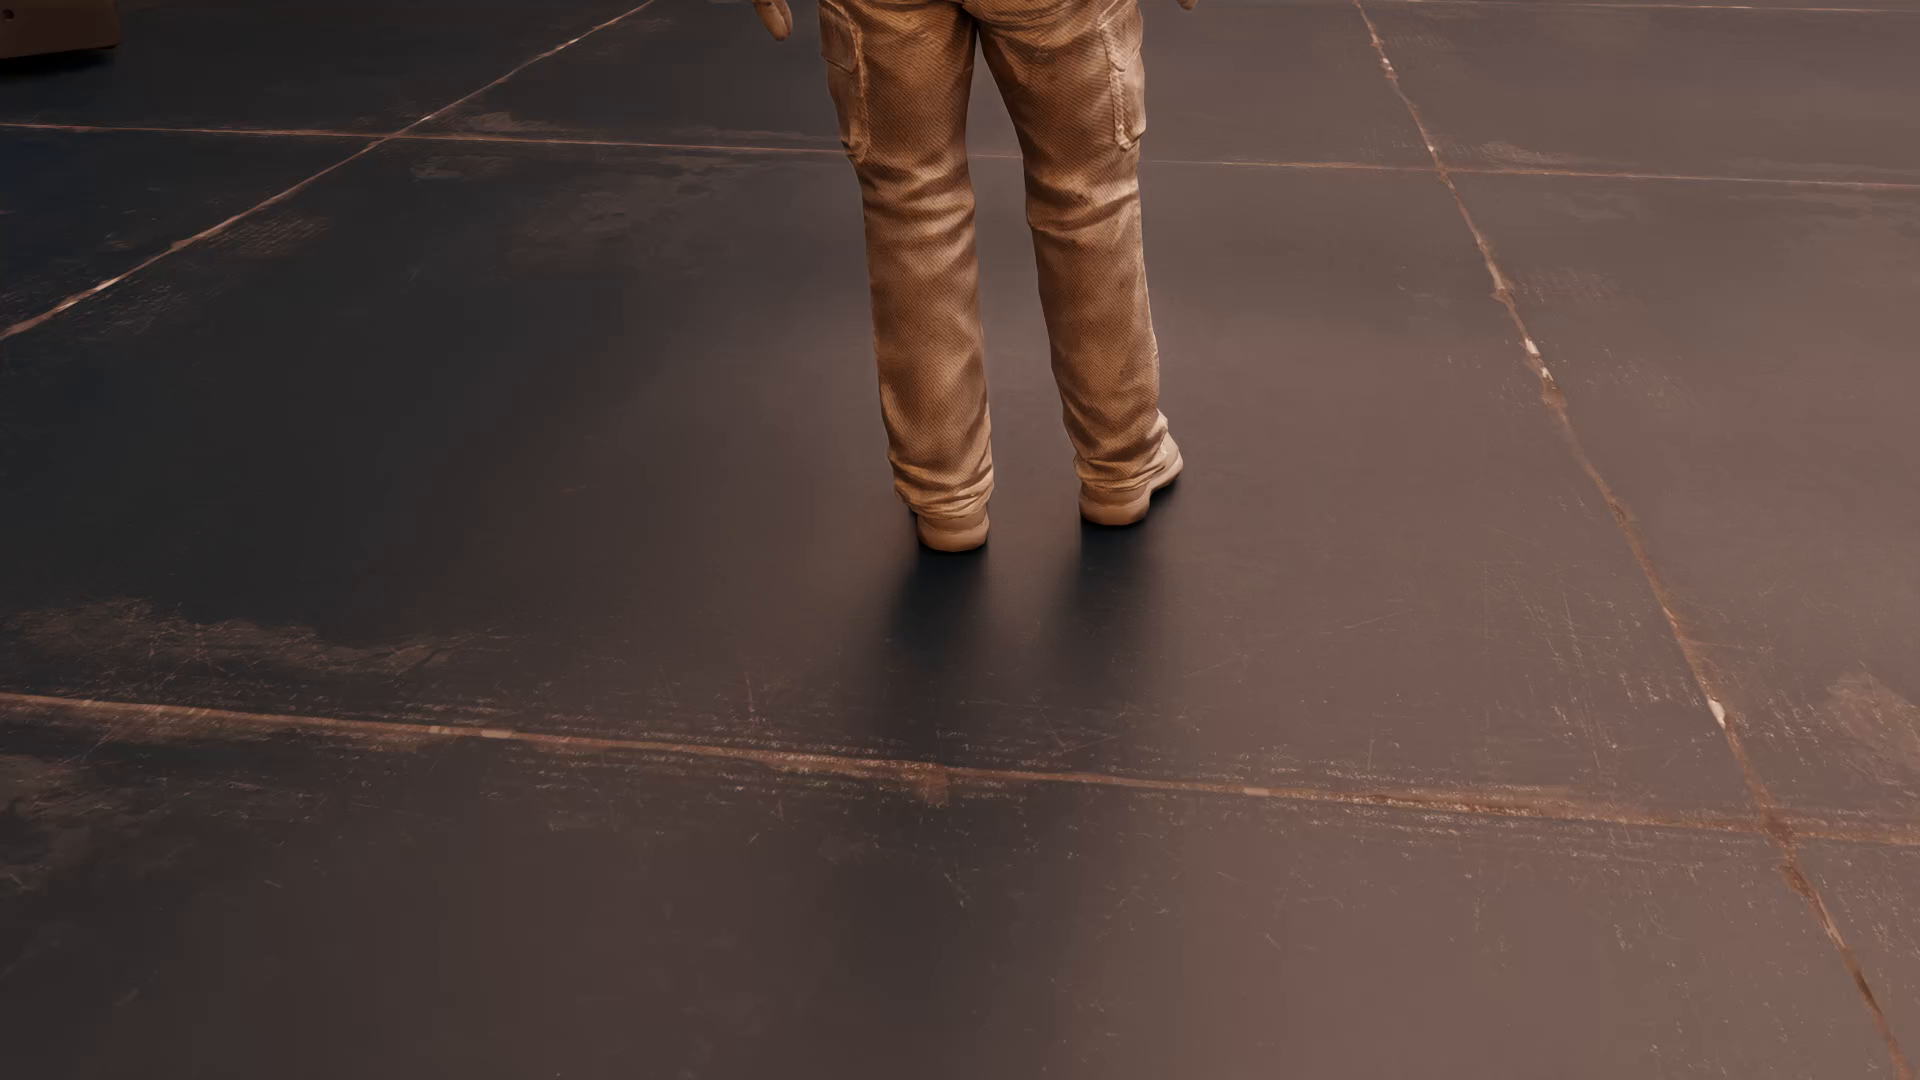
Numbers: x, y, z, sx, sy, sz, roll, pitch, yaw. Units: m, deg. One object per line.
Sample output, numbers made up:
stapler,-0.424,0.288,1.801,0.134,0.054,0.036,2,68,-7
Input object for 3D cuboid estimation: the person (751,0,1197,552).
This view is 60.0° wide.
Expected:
person,0.019,-0.836,2.161,0.656,1.782,0.577,3,27,7

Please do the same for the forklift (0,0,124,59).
forklift,-4.321,-3.313,5.857,1.130,2.935,3.031,-23,35,-38
